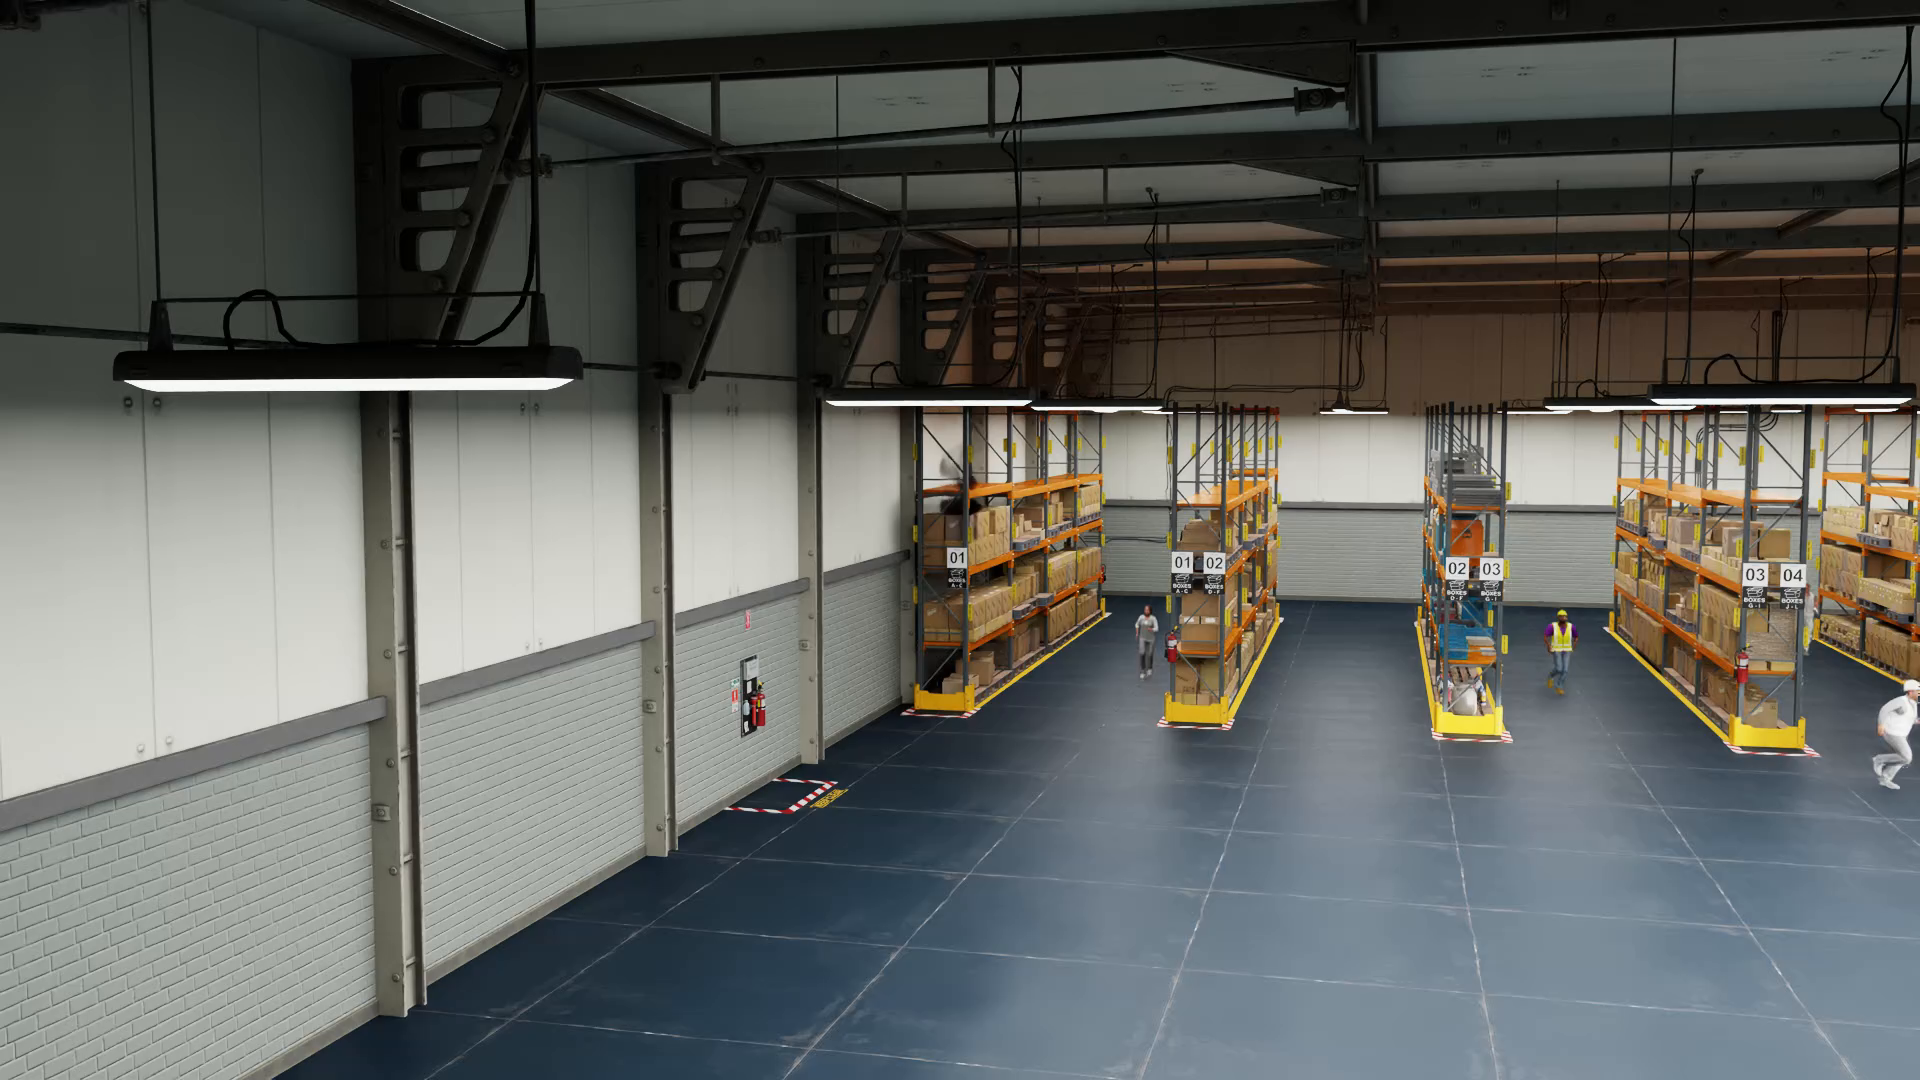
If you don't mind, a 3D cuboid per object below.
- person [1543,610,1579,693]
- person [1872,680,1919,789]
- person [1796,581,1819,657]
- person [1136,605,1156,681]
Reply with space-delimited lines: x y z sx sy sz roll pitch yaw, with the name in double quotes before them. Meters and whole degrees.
"person" 12.500 2.314 34.521 0.686 1.731 0.617 0 4 6
"person" 14.474 2.994 25.610 0.721 1.703 0.571 4 6 44
"person" 20.407 1.883 40.207 0.642 1.802 0.916 1 4 15
"person" 2.308 2.239 36.310 3.887 1.648 1.401 1 4 9
